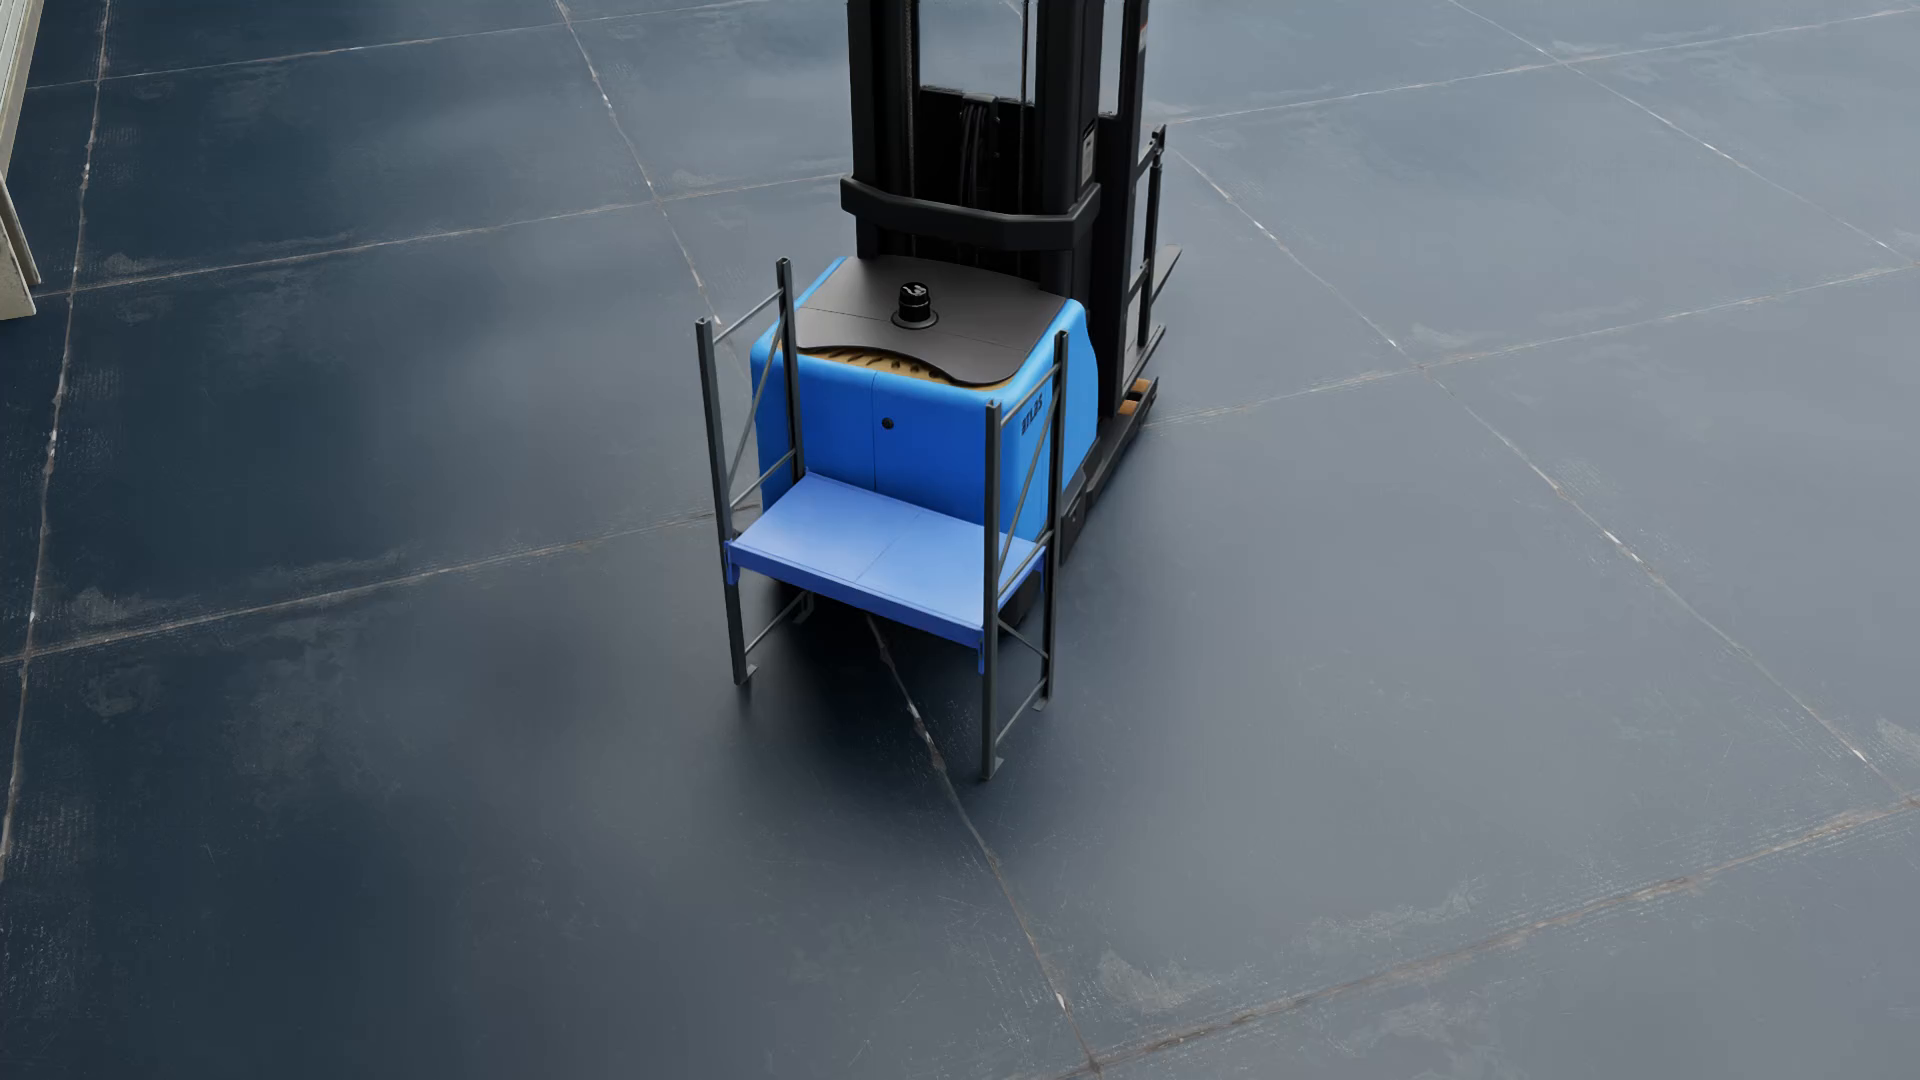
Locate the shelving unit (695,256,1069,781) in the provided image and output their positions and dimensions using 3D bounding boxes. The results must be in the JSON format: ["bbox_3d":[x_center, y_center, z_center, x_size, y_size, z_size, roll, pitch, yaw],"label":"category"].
[{"bbox_3d":[-0.243,-0.059,5.582,1.048,1.500,0.538,18,41,22],"label":"shelving unit"}]

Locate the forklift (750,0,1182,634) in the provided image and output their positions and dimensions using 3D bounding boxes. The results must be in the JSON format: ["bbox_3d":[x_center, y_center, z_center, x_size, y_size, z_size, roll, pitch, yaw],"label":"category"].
[{"bbox_3d":[0.246,-1.708,6.581,1.130,2.935,3.031,13,39,17],"label":"forklift"}]

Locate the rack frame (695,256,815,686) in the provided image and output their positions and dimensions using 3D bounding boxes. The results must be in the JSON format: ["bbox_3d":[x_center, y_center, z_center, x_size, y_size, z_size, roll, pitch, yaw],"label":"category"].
[{"bbox_3d":[-0.691,-0.204,5.775,0.032,1.500,0.500,18,41,22],"label":"rack frame"}]

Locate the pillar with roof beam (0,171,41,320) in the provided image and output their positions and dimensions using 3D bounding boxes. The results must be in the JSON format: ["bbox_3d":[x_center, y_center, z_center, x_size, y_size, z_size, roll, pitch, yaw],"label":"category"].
[{"bbox_3d":[-0.749,-5.681,6.813,9.100,9.000,0.400,-12,39,-16],"label":"pillar with roof beam"}]

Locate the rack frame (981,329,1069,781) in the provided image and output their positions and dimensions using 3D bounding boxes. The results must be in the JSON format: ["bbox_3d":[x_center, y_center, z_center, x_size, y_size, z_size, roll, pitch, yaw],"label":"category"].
[{"bbox_3d":[0.205,0.085,5.390,0.032,1.500,0.500,18,41,22],"label":"rack frame"}]

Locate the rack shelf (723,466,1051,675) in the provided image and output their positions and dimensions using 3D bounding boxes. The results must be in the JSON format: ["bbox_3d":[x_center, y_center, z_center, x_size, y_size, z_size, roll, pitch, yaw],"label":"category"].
[{"bbox_3d":[-0.243,0.084,5.691,1.000,0.185,0.538,18,41,22],"label":"rack shelf"}]
